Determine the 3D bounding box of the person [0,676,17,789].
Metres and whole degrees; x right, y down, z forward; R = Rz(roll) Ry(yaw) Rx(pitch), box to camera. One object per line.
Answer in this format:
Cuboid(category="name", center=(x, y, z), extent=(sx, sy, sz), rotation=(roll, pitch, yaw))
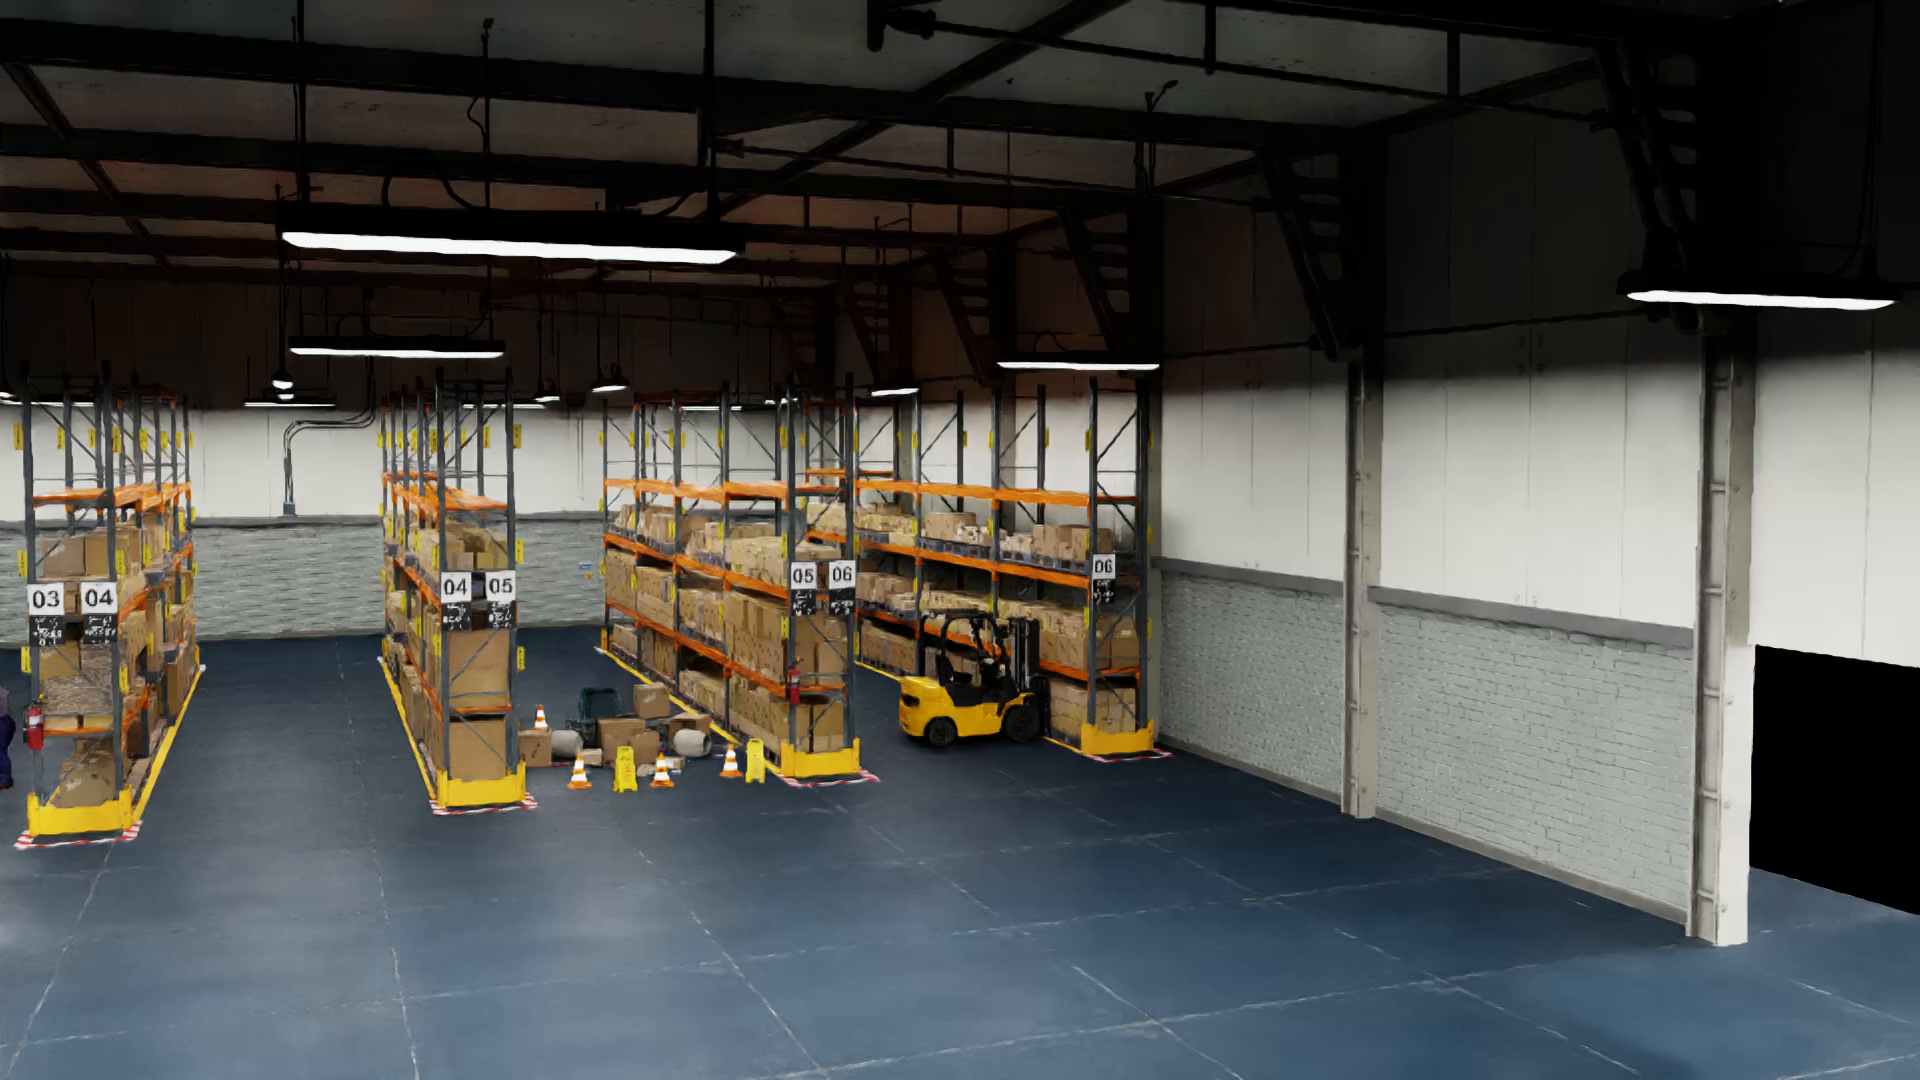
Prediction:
Cuboid(category="person", center=(-13.855, 2.736, 23.901), extent=(0.535, 1.635, 0.587), rotation=(0, 3, -5))
